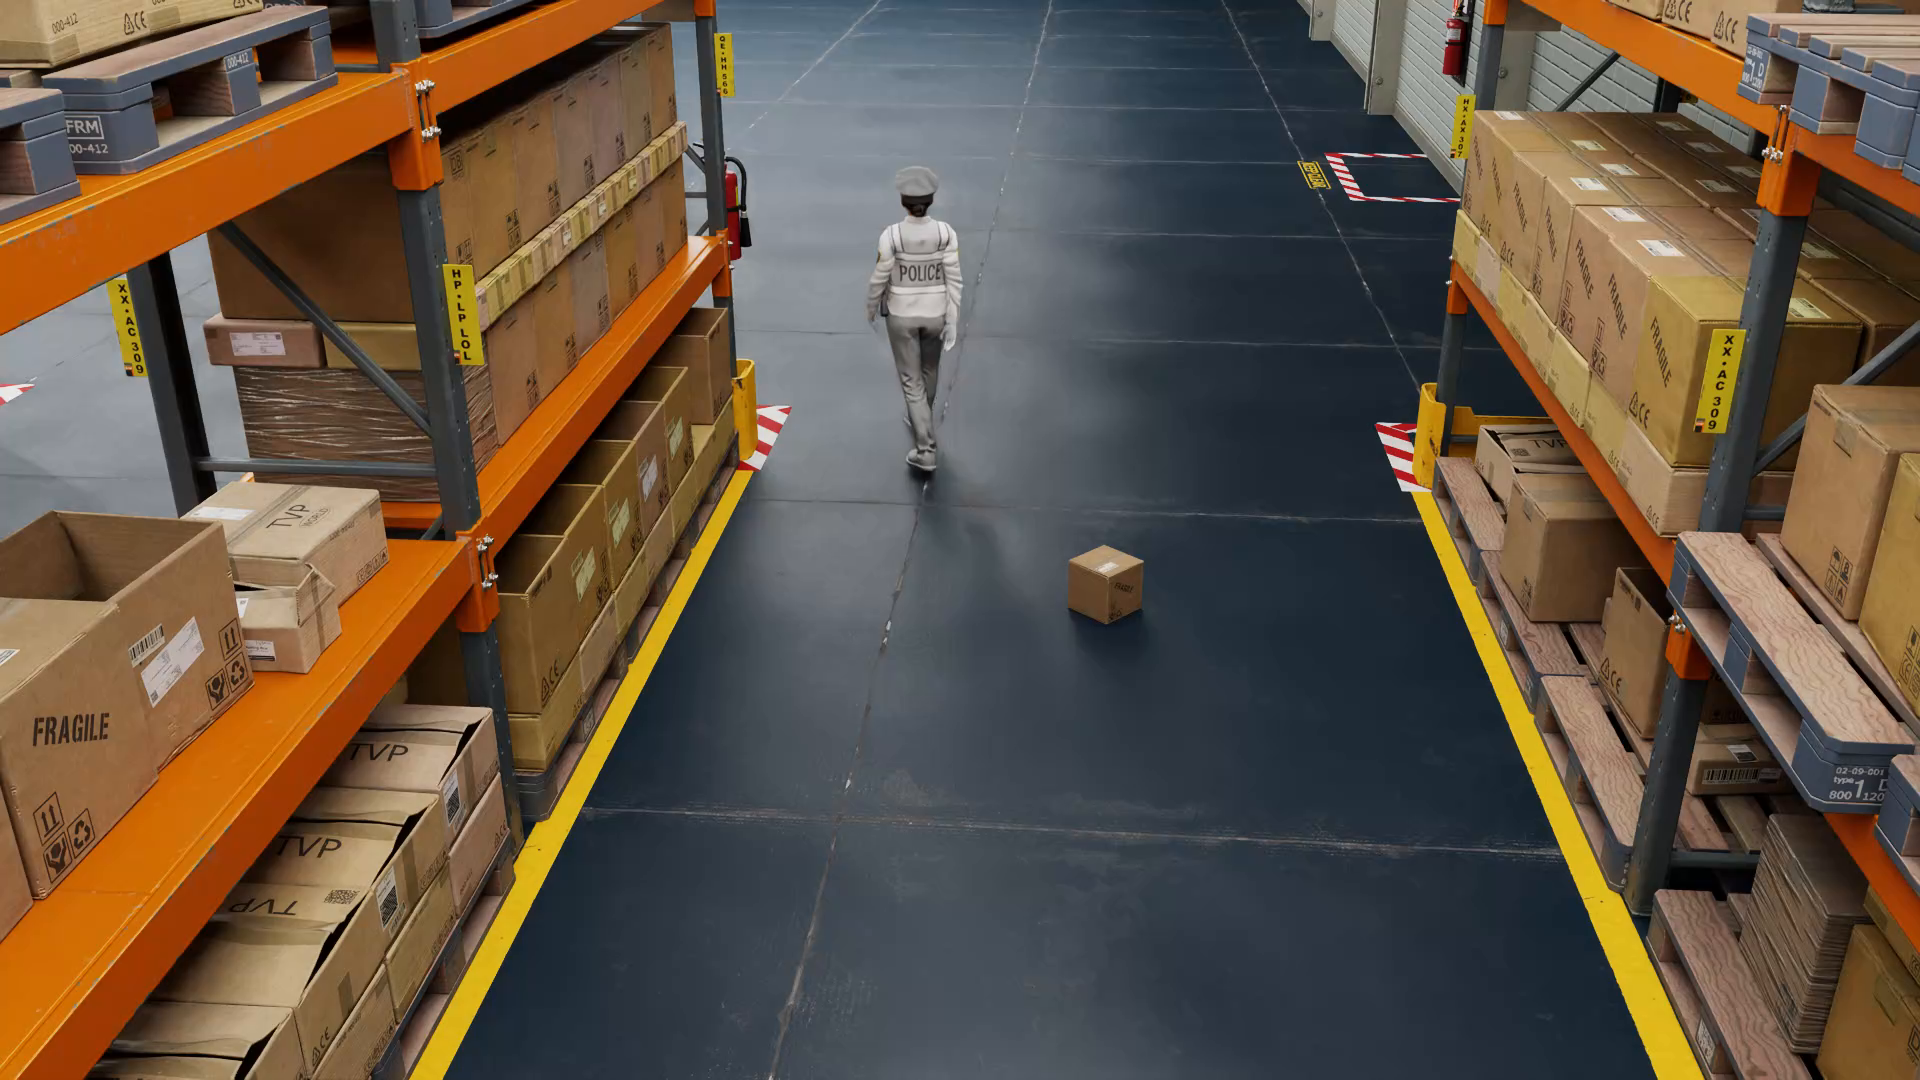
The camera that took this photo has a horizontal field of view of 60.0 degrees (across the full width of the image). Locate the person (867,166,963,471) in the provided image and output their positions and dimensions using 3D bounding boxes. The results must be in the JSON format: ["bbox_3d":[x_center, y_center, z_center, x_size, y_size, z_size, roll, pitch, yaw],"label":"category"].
[{"bbox_3d":[-0.284,-1.292,9.355,0.495,1.646,0.907,-8,26,-17],"label":"person"}]
